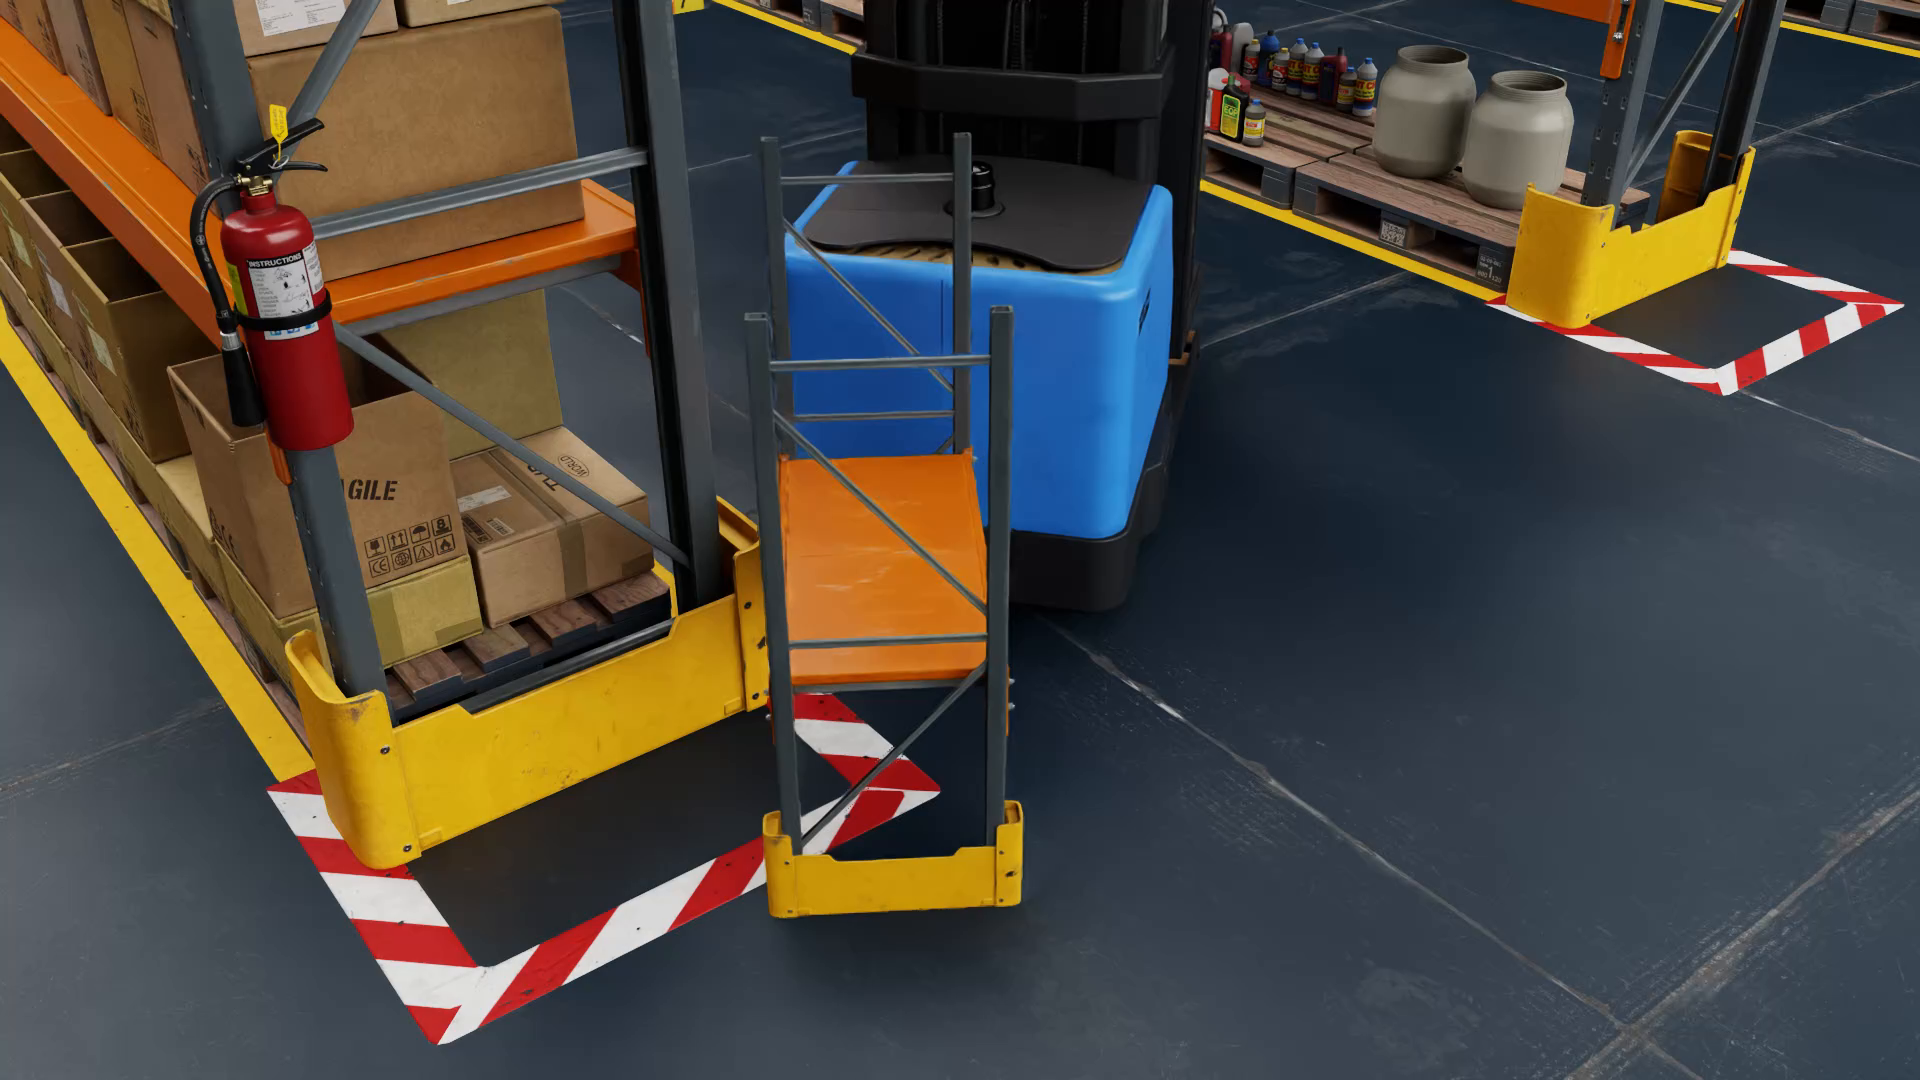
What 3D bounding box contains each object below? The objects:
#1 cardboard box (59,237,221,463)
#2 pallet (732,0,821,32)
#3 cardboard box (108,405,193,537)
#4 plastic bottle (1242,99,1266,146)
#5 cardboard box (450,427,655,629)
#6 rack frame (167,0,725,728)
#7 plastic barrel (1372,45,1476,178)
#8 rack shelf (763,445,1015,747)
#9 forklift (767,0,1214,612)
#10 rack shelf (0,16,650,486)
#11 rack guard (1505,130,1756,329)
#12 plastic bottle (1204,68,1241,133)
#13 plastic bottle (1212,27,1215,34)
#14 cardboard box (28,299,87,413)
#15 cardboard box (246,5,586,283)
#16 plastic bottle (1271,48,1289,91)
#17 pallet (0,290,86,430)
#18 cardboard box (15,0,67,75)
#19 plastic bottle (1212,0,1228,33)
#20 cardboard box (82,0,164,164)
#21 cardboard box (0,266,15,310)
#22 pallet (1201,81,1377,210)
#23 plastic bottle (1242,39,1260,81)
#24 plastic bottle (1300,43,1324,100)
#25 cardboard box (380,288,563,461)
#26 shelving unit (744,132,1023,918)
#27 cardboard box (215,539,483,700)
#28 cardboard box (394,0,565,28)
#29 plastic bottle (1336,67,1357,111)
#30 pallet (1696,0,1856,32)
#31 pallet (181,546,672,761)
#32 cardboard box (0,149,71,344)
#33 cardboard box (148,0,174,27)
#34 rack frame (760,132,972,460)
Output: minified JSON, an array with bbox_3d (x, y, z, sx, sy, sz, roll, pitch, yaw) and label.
[{"bbox_3d":[-2.248,-0.610,4.886,0.500,0.500,0.500,-22,38,-31],"label":"cardboard box"},{"bbox_3d":[-0.862,-3.649,10.925,1.003,0.211,1.213,-22,38,-31],"label":"pallet"},{"bbox_3d":[-2.246,-0.292,5.085,0.500,0.250,0.500,-22,38,-31],"label":"cardboard box"},{"bbox_3d":[1.383,-1.964,7.805,0.097,0.201,0.097,0,32,0],"label":"plastic bottle"},{"bbox_3d":[-1.213,-0.047,4.691,0.500,0.250,0.500,-22,38,-31],"label":"cardboard box"},{"bbox_3d":[-1.060,-0.742,3.601,1.000,3.000,0.127,-22,38,-31],"label":"rack frame"},{"bbox_3d":[2.084,-1.923,7.463,0.421,0.512,0.421,0,32,0],"label":"plastic barrel"},{"bbox_3d":[-0.186,0.100,4.009,0.538,0.185,1.000,-2,32,-3],"label":"rack shelf"},{"bbox_3d":[0.291,-1.805,5.378,1.130,2.935,3.031,7,33,11],"label":"forklift"},{"bbox_3d":[-2.286,-1.270,5.133,1.077,0.370,4.000,-22,38,-31],"label":"rack shelf"},{"bbox_3d":[2.772,-1.297,6.865,1.175,0.500,0.348,-22,38,-31],"label":"rack guard"},{"bbox_3d":[1.250,-2.110,7.969,0.152,0.276,0.135,-22,38,-31],"label":"plastic bottle"},{"bbox_3d":[1.276,-2.609,8.765,0.061,0.283,0.133,-22,38,-31],"label":"plastic bottle"},{"bbox_3d":[-2.862,-0.708,5.754,0.500,0.250,0.500,-22,38,-31],"label":"cardboard box"},{"bbox_3d":[-1.336,-0.983,3.895,0.700,0.500,0.500,-22,38,-31],"label":"cardboard box"},{"bbox_3d":[1.658,-2.423,8.544,0.097,0.201,0.097,0,32,0],"label":"plastic bottle"},{"bbox_3d":[-3.058,-0.879,6.465,1.003,0.211,1.213,-22,38,-31],"label":"pallet"},{"bbox_3d":[-2.602,-1.840,5.275,0.700,0.500,0.500,-22,38,-31],"label":"cardboard box"},{"bbox_3d":[1.341,-2.682,8.818,0.144,0.351,0.185,-23,38,-32],"label":"plastic bottle"},{"bbox_3d":[-1.961,-1.409,4.581,0.700,0.500,0.500,-22,38,-31],"label":"cardboard box"},{"bbox_3d":[-3.468,-1.128,6.431,0.500,0.250,0.500,-22,38,-31],"label":"cardboard box"},{"bbox_3d":[1.534,-2.023,8.307,1.003,0.211,1.213,-22,38,-31],"label":"pallet"},{"bbox_3d":[1.532,-2.509,8.681,0.097,0.201,0.097,0,32,0],"label":"plastic bottle"},{"bbox_3d":[1.780,-2.370,8.391,0.097,0.271,0.097,0,32,0],"label":"plastic bottle"},{"bbox_3d":[-1.521,-0.574,4.828,0.500,0.500,0.500,-22,38,-31],"label":"cardboard box"},{"bbox_3d":[-0.187,-0.058,3.921,0.587,1.500,1.083,-2,32,-3],"label":"shelving unit"},{"bbox_3d":[-1.622,0.120,4.422,0.500,0.250,0.500,-22,38,-31],"label":"cardboard box"},{"bbox_3d":[-1.130,-1.293,3.779,0.380,0.149,0.250,-23,38,-32],"label":"cardboard box"},{"bbox_3d":[1.926,-2.240,8.249,0.097,0.201,0.097,0,32,0],"label":"plastic bottle"},{"bbox_3d":[5.507,-3.650,10.927,1.003,0.211,1.213,-22,38,-31],"label":"pallet"},{"bbox_3d":[-1.562,0.138,4.828,1.003,0.211,1.213,-22,38,-31],"label":"pallet"},{"bbox_3d":[-2.862,-1.026,5.557,0.500,0.500,0.500,-22,38,-31],"label":"cardboard box"},{"bbox_3d":[-1.606,-1.266,3.736,0.380,0.149,0.250,-21,38,-30],"label":"cardboard box"},{"bbox_3d":[-0.223,-0.320,4.344,0.500,1.500,0.032,-2,32,-3],"label":"rack frame"}]
